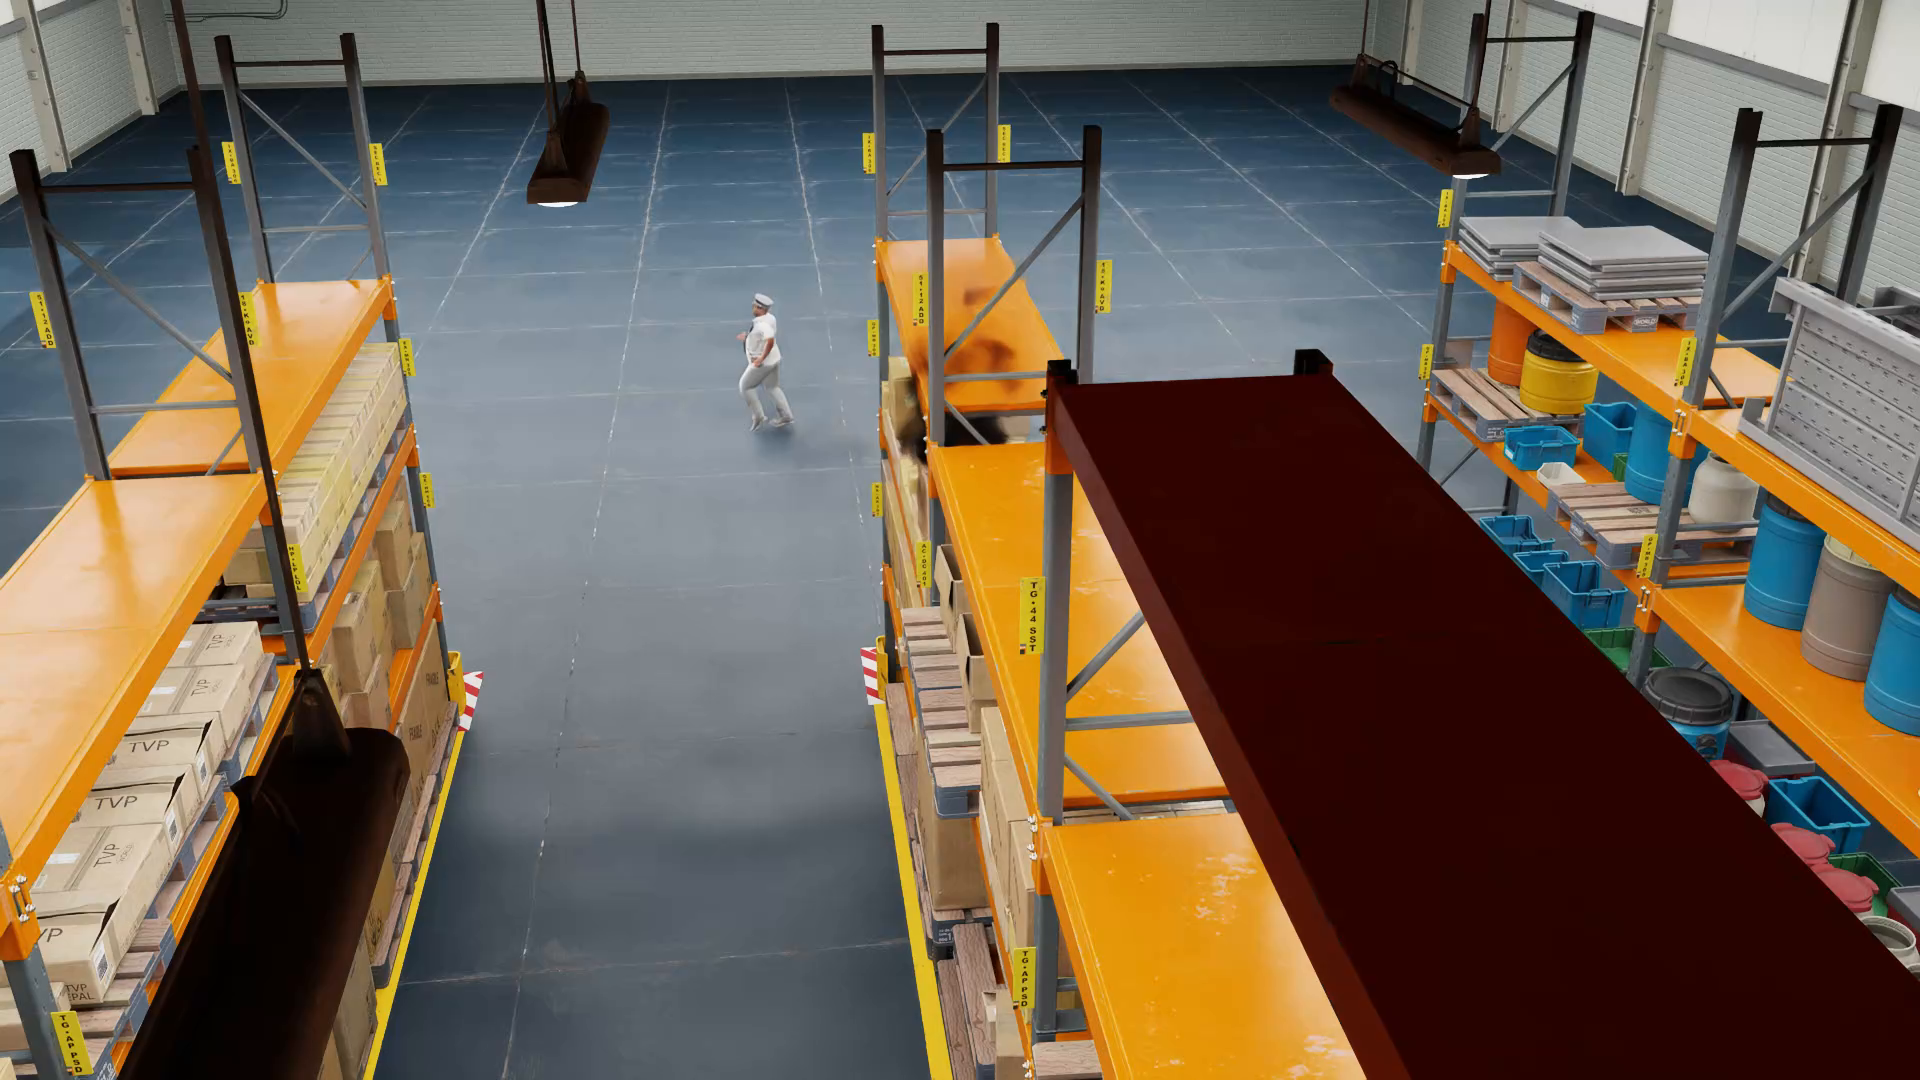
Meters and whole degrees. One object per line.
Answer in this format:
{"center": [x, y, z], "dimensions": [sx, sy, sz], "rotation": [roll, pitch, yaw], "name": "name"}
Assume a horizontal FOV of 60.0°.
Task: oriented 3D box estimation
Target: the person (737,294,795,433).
{"center": [-2.511, -2.239, 21.189], "dimensions": [0.767, 1.839, 0.638], "rotation": [8, 27, 16], "name": "person"}
